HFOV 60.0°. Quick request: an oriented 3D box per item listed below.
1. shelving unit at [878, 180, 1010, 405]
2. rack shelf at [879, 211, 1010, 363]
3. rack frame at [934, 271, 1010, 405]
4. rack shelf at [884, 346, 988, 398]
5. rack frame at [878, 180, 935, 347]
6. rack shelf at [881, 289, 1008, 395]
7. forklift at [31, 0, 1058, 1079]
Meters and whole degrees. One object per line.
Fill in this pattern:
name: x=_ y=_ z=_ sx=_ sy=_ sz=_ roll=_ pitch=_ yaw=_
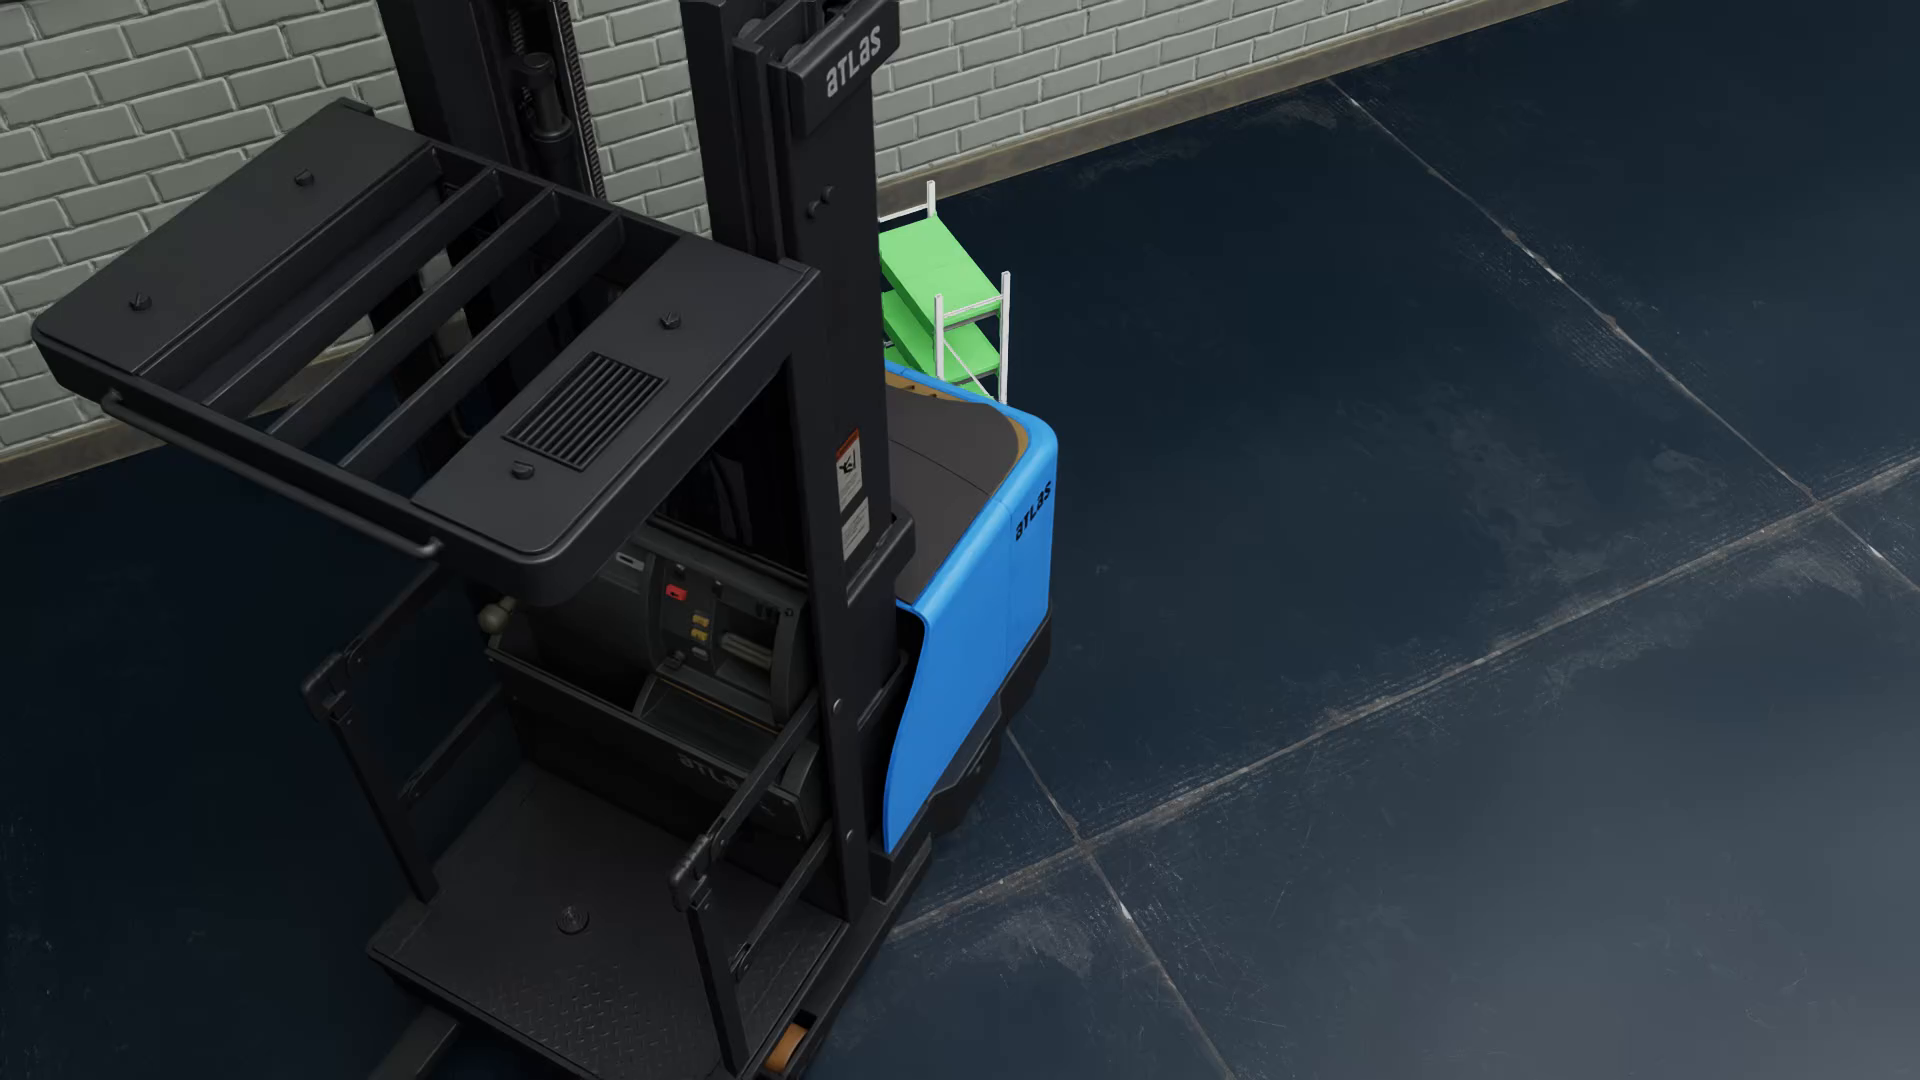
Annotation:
shelving unit: x=-0.076 y=-0.506 z=5.395 sx=0.258 sy=1.200 sz=0.503 roll=-21 pitch=52 yaw=-18
rack shelf: x=-0.076 y=-0.780 z=5.082 sx=0.258 sy=0.148 sz=0.480 roll=-21 pitch=52 yaw=-18
rack frame: x=0.036 y=-0.342 z=5.252 sx=0.240 sy=1.200 sz=0.015 roll=-21 pitch=52 yaw=-18
rack shelf: x=-0.076 y=-0.464 z=5.443 sx=0.258 sy=0.148 sz=0.480 roll=-21 pitch=52 yaw=-18
rack frame: x=-0.187 y=-0.669 z=5.538 sx=0.240 sy=1.200 sz=0.015 roll=-21 pitch=52 yaw=-18
rack shelf: x=-0.076 y=-0.622 z=5.263 sx=0.258 sy=0.148 sz=0.480 roll=-21 pitch=52 yaw=-18
forklift: x=-0.860 y=0.221 z=3.609 sx=1.130 sy=2.935 sz=3.031 roll=22 pitch=52 yaw=18
